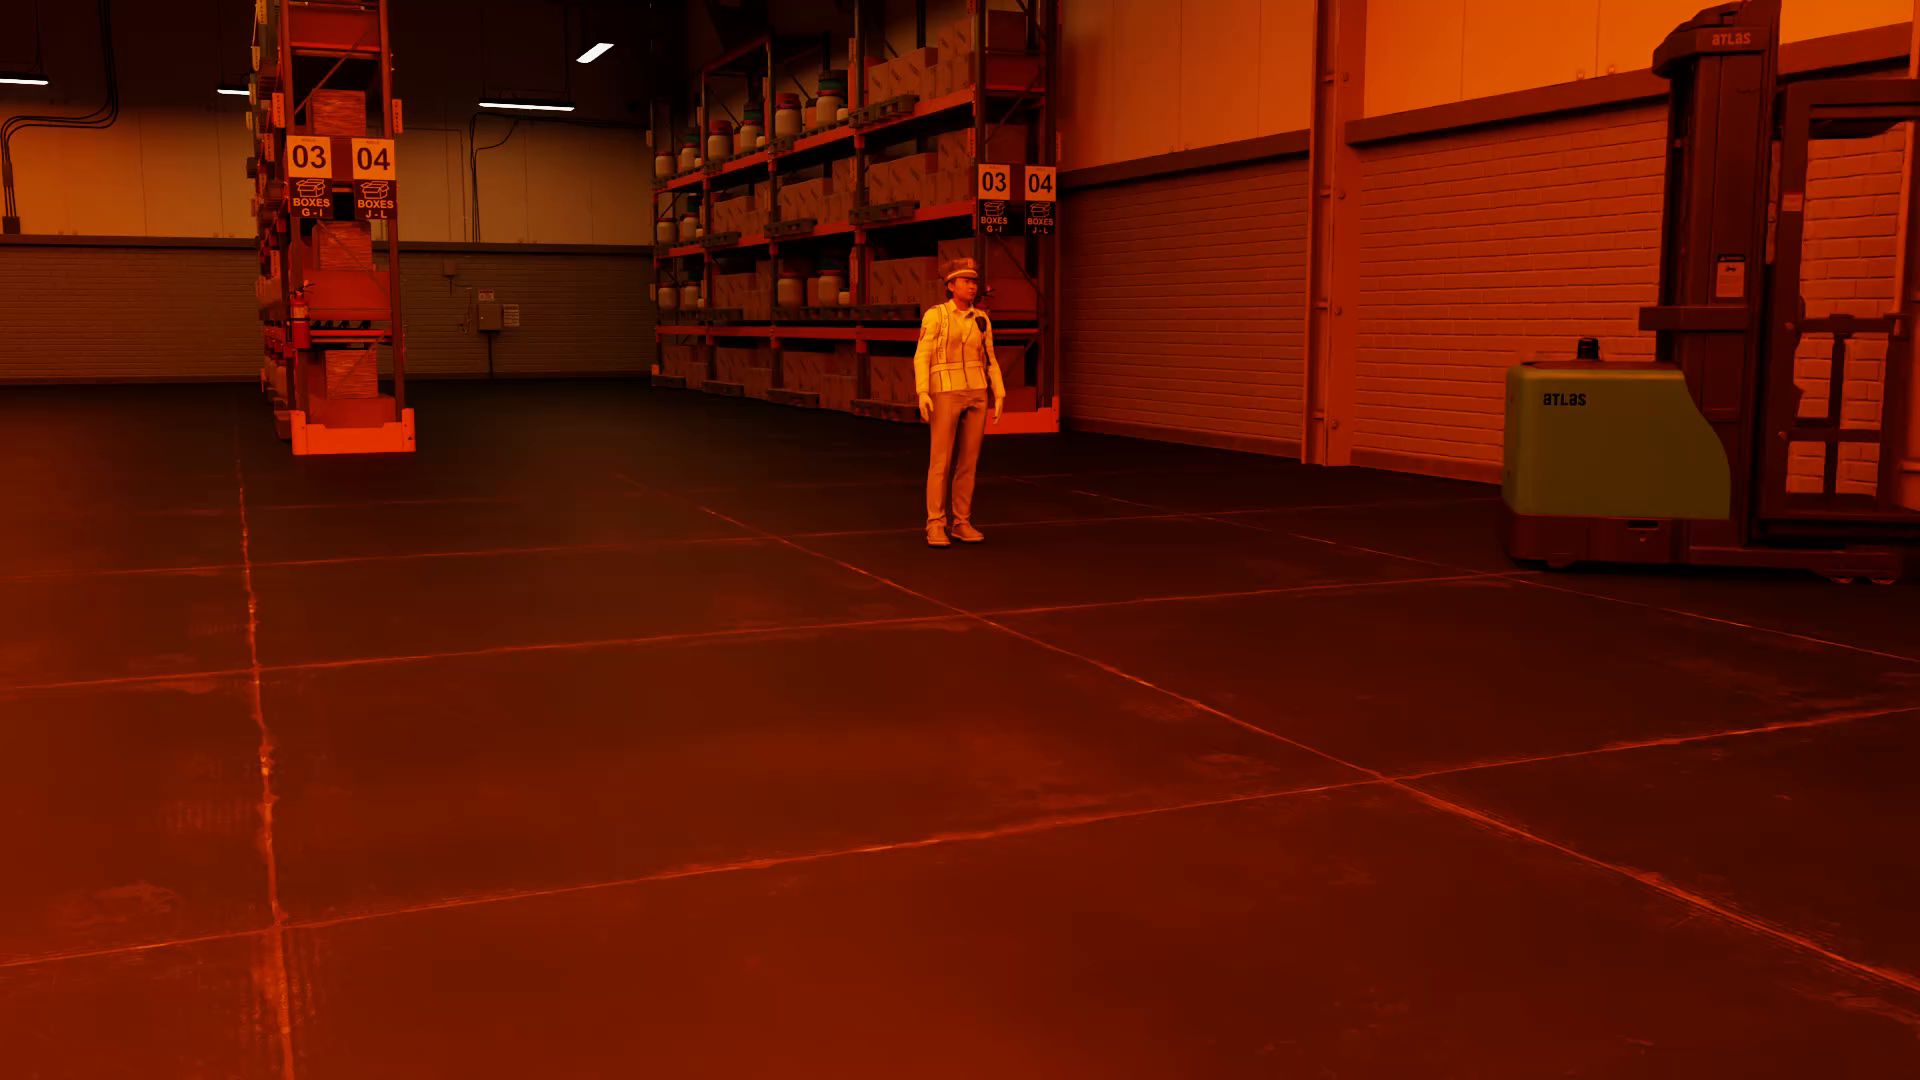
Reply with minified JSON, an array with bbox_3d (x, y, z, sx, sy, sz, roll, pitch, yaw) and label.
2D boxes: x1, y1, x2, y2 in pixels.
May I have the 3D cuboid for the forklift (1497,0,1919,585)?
[{"bbox_3d":[4.529,-1.302,8.819,3.031,2.935,1.130,2,8,13],"label":"forklift"}]

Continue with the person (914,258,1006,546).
[{"bbox_3d":[0.022,-0.839,9.977,0.587,1.695,0.531,-3,8,-23],"label":"person"}]
